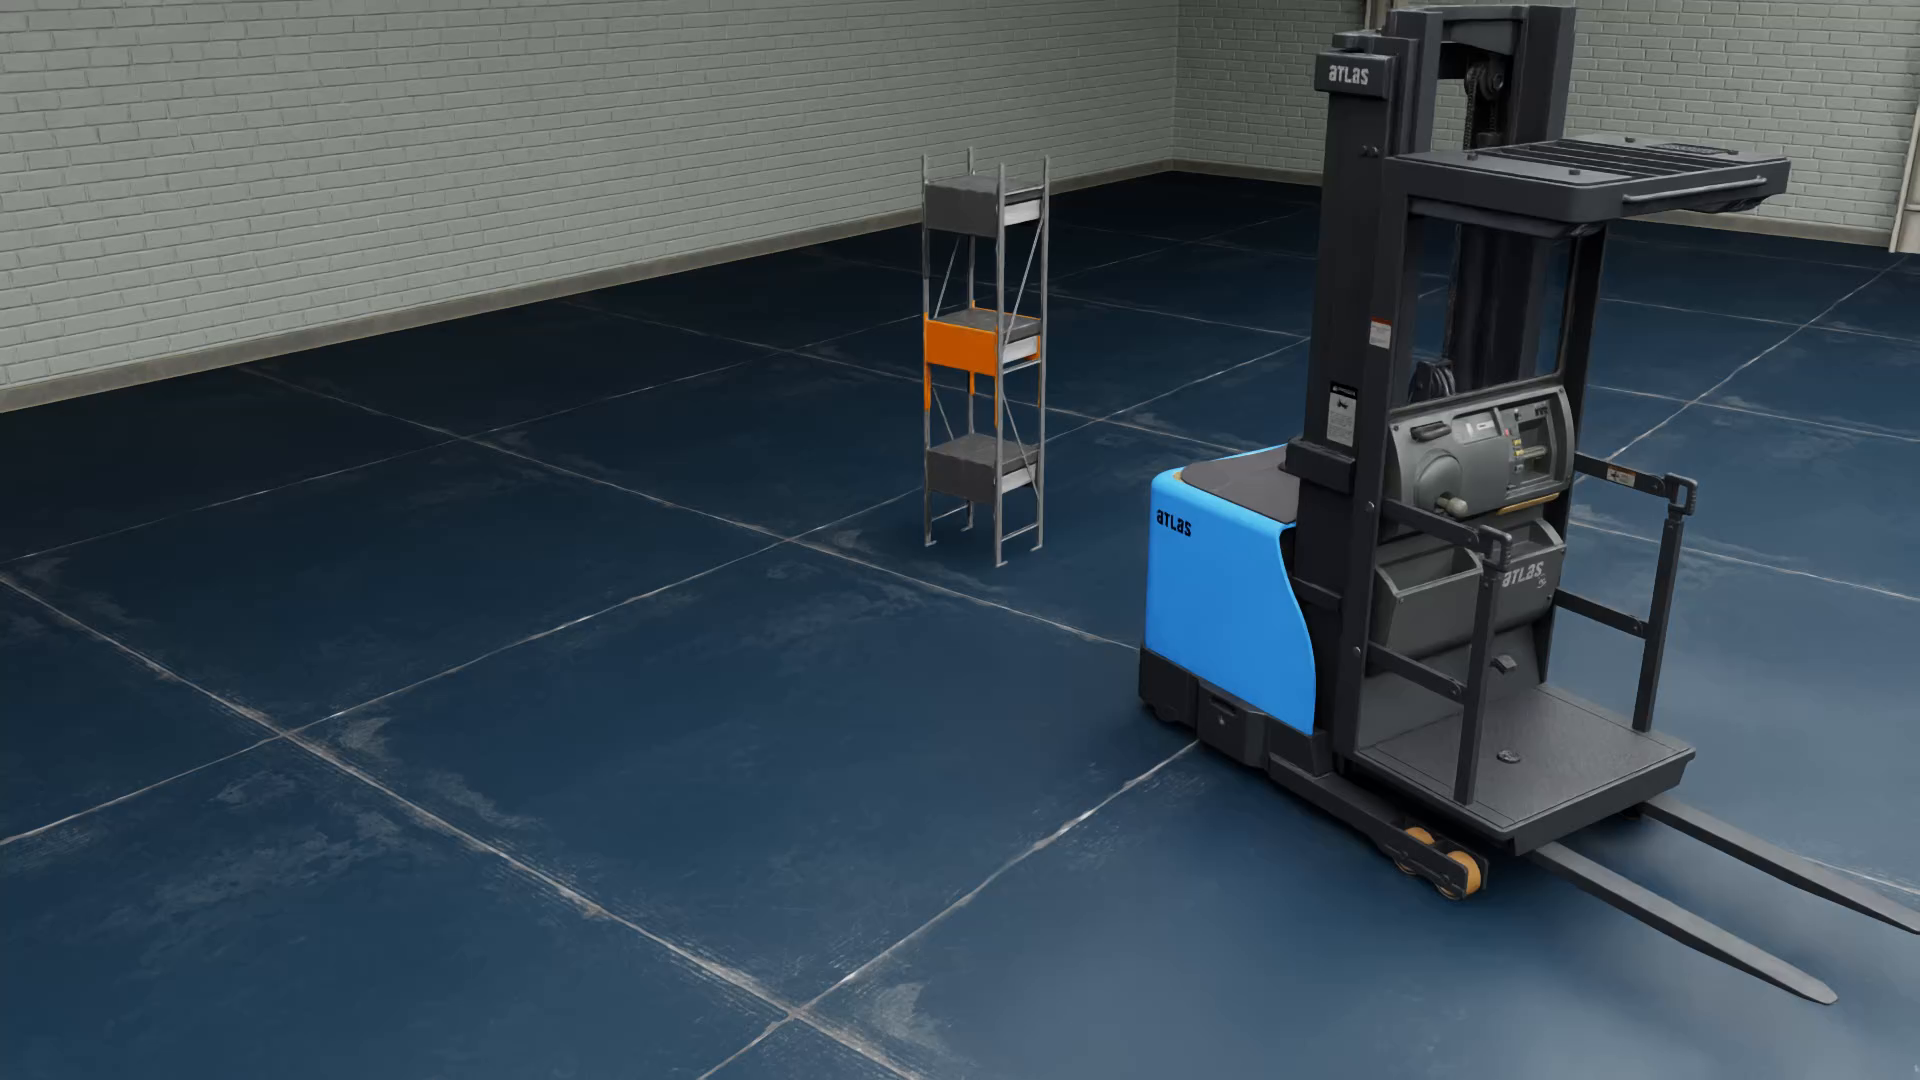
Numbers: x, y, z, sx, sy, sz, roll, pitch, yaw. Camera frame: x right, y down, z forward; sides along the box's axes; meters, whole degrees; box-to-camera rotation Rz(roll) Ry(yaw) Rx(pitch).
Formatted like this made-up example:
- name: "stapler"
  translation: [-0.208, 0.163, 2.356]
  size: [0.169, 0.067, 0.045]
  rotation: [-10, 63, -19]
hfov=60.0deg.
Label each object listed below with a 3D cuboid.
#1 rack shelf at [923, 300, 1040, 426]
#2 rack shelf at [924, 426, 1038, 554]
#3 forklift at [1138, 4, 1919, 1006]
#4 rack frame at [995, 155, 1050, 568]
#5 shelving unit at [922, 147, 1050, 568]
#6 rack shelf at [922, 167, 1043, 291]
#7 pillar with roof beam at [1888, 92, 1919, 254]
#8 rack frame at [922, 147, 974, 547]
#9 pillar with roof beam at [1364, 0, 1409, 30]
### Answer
- name: "rack shelf"
  translation: [0.128, -0.933, 8.705]
  size: [0.480, 0.518, 0.431]
  rotation: [16, 26, 36]
- name: "rack shelf"
  translation: [0.128, -0.278, 8.952]
  size: [0.480, 0.518, 0.431]
  rotation: [16, 26, 36]
- name: "forklift"
  translation: [2.004, -0.303, 5.818]
  size: [1.130, 2.935, 3.031]
  rotation: [-13, 24, -31]
- name: "rack frame"
  translation: [0.317, -0.891, 8.555]
  size: [0.015, 2.100, 0.400]
  rotation: [16, 26, 36]
- name: "shelving unit"
  translation: [0.128, -0.946, 8.700]
  size: [0.503, 2.100, 0.431]
  rotation: [16, 26, 36]
- name: "rack shelf"
  translation: [0.128, -1.588, 8.458]
  size: [0.480, 0.518, 0.431]
  rotation: [16, 26, 36]
- name: "pillar with roof beam"
  translation: [6.992, -5.969, 12.242]
  size: [0.400, 9.000, 9.100]
  rotation: [16, 26, 36]
- name: "rack frame"
  translation: [-0.061, -1.000, 8.844]
  size: [0.015, 2.100, 0.400]
  rotation: [16, 26, 36]
- name: "pillar with roof beam"
  translation: [2.344, -7.307, 15.792]
  size: [0.400, 9.000, 9.100]
  rotation: [16, 26, 36]
